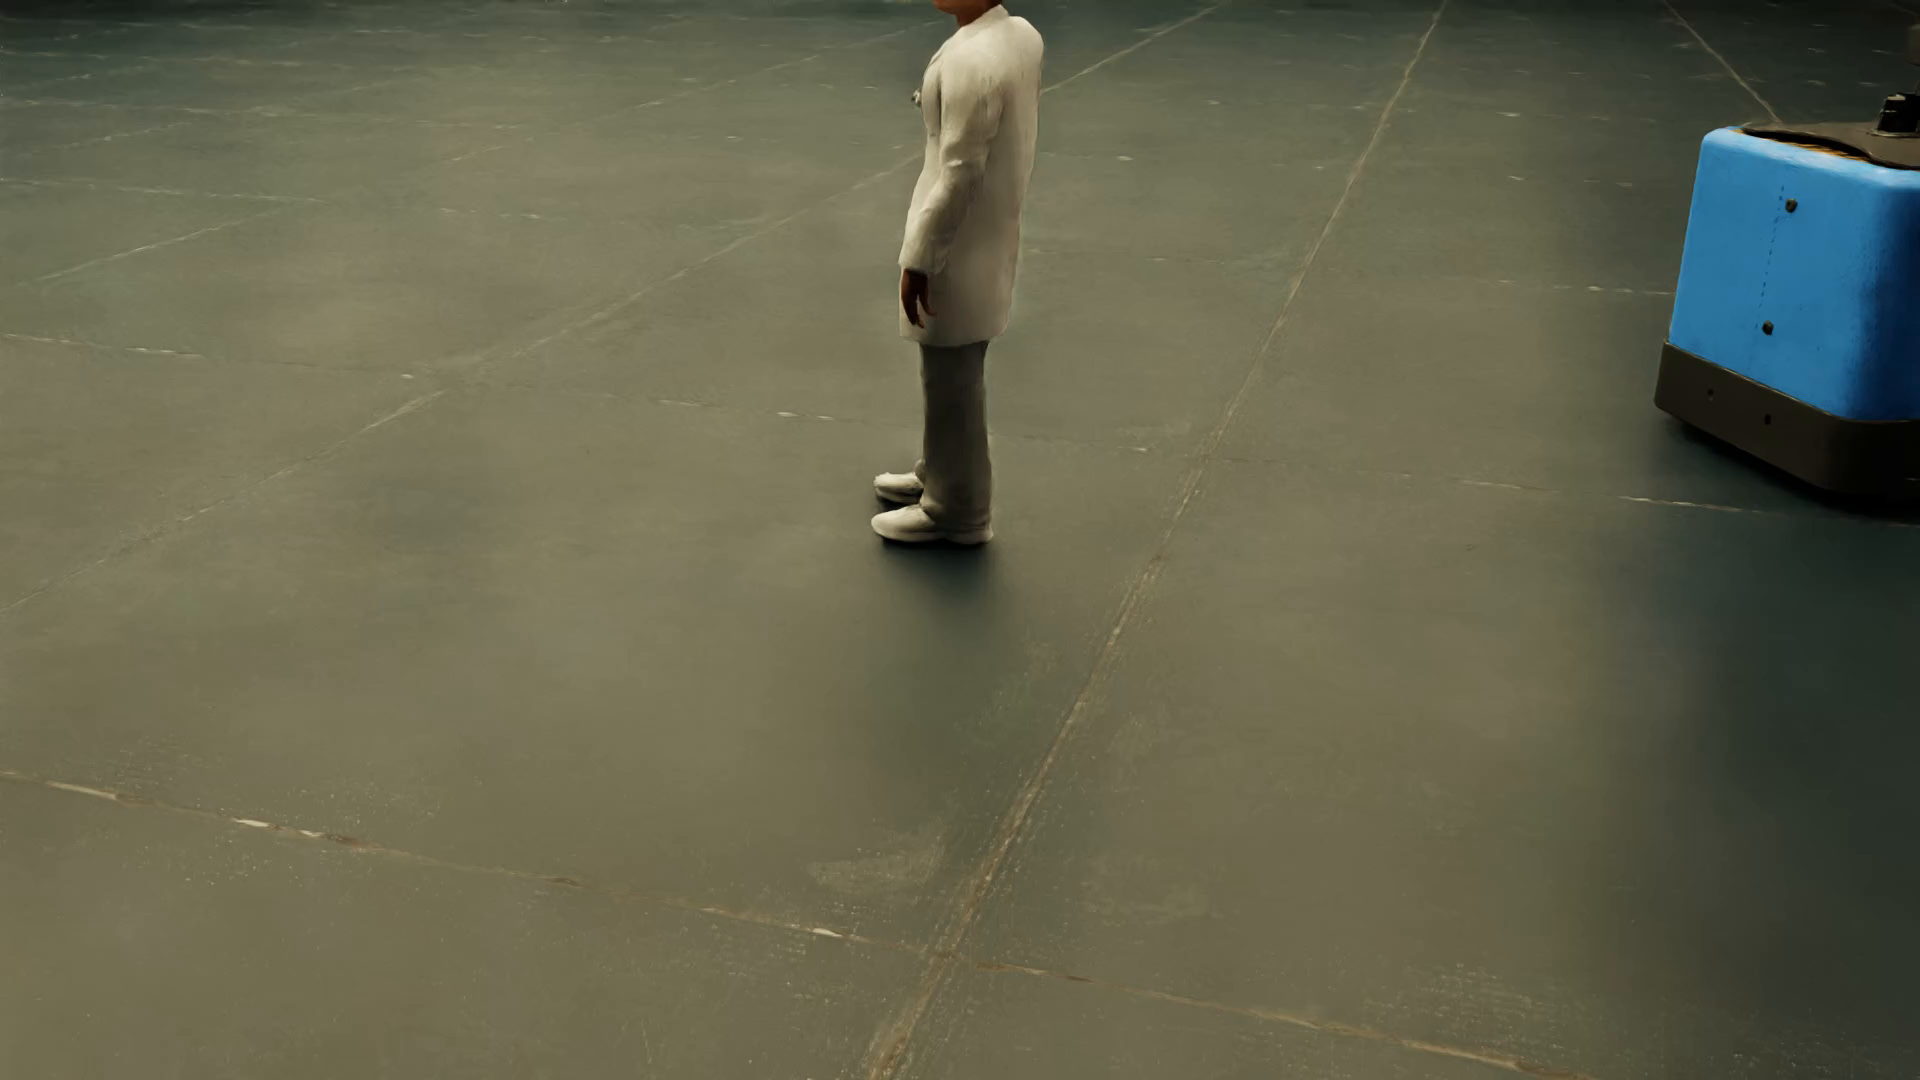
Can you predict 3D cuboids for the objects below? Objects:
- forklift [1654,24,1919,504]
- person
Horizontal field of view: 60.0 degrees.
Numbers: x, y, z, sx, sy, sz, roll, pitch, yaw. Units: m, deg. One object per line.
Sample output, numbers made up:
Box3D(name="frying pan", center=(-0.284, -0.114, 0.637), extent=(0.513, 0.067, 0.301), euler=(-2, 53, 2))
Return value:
Box3D(name="forklift", center=(4.136, -1.747, 5.511), extent=(3.031, 2.935, 1.130), euler=(-5, 23, -12))
Box3D(name="person", center=(-0.085, -0.841, 4.808), extent=(0.579, 1.776, 0.694), euler=(7, 23, 16))
